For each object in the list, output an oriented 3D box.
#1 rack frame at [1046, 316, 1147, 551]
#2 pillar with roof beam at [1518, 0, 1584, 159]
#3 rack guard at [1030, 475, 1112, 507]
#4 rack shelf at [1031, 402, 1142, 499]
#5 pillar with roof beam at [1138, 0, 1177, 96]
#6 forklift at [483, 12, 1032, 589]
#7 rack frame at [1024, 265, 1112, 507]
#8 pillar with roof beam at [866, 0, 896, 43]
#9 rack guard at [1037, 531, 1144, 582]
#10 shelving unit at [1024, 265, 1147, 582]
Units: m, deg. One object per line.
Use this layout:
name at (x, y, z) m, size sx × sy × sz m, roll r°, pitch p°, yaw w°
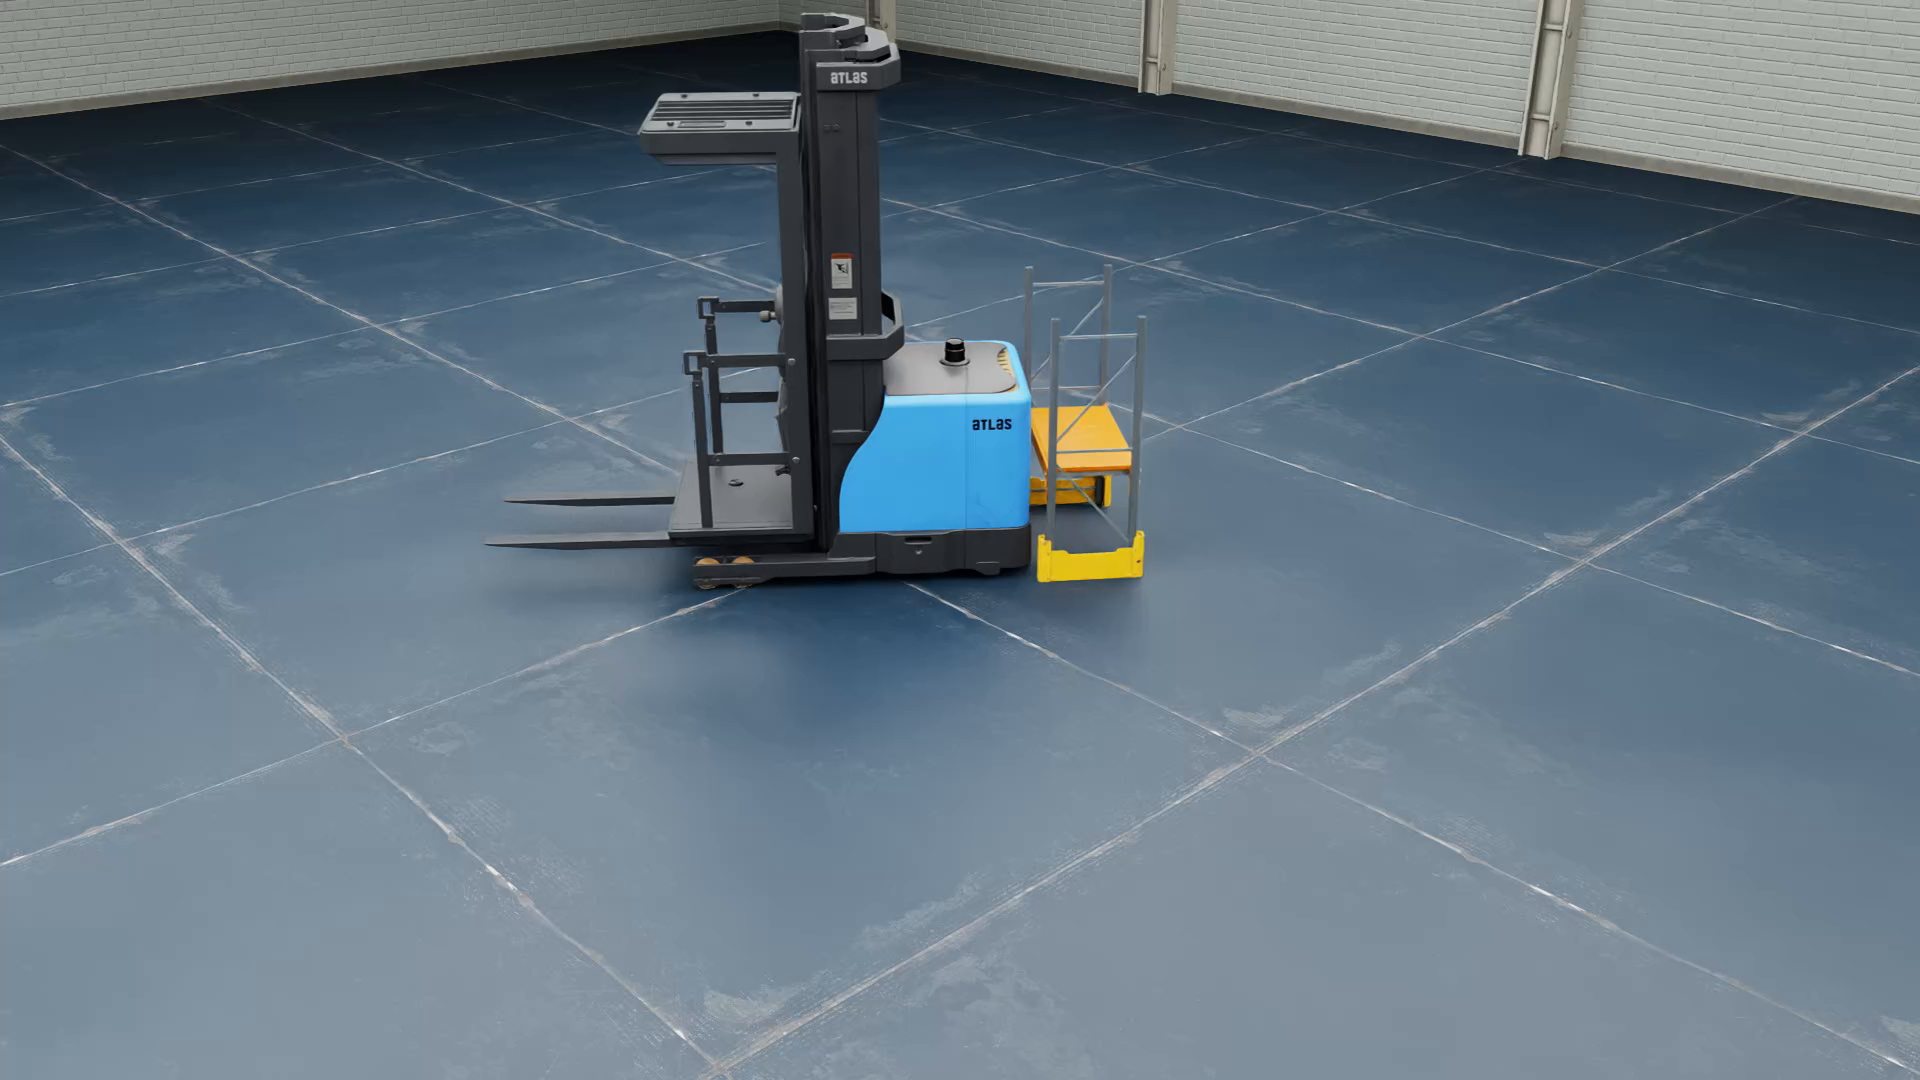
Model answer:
rack frame at (0.726, -0.477, 8.990) m, size 0.500 × 1.500 × 0.032 m, roll -2°, pitch 25°, yaw -5°
pillar with roof beam at (3.750, -7.452, 15.242) m, size 9.100 × 9.000 × 0.400 m, roll -21°, pitch 32°, yaw -38°
rack guard at (0.629, -0.321, 10.152) m, size 0.587 × 0.250 × 0.087 m, roll -2°, pitch 25°, yaw -5°
rack shelf at (0.677, -0.524, 9.525) m, size 0.538 × 0.185 × 1.000 m, roll -2°, pitch 25°, yaw -5°
pillar with roof beam at (-0.351, -9.269, 19.227) m, size 9.100 × 9.000 × 0.400 m, roll -21°, pitch 32°, yaw -38°
forklift at (-1.143, -1.291, 9.048) m, size 3.031 × 2.935 × 1.130 m, roll -2°, pitch 25°, yaw -4°
rack frame at (0.627, -0.897, 9.910) m, size 0.500 × 1.500 × 0.032 m, roll -2°, pitch 25°, yaw -5°
pillar with roof beam at (-4.452, -11.087, 23.211) m, size 9.100 × 9.000 × 0.400 m, roll -21°, pitch 32°, yaw -38°
rack guard at (0.726, 0.091, 9.250) m, size 0.587 × 0.250 × 0.087 m, roll -2°, pitch 25°, yaw -5°
shelving unit at (0.678, -0.684, 9.442) m, size 0.587 × 1.500 × 1.083 m, roll -2°, pitch 25°, yaw -5°
